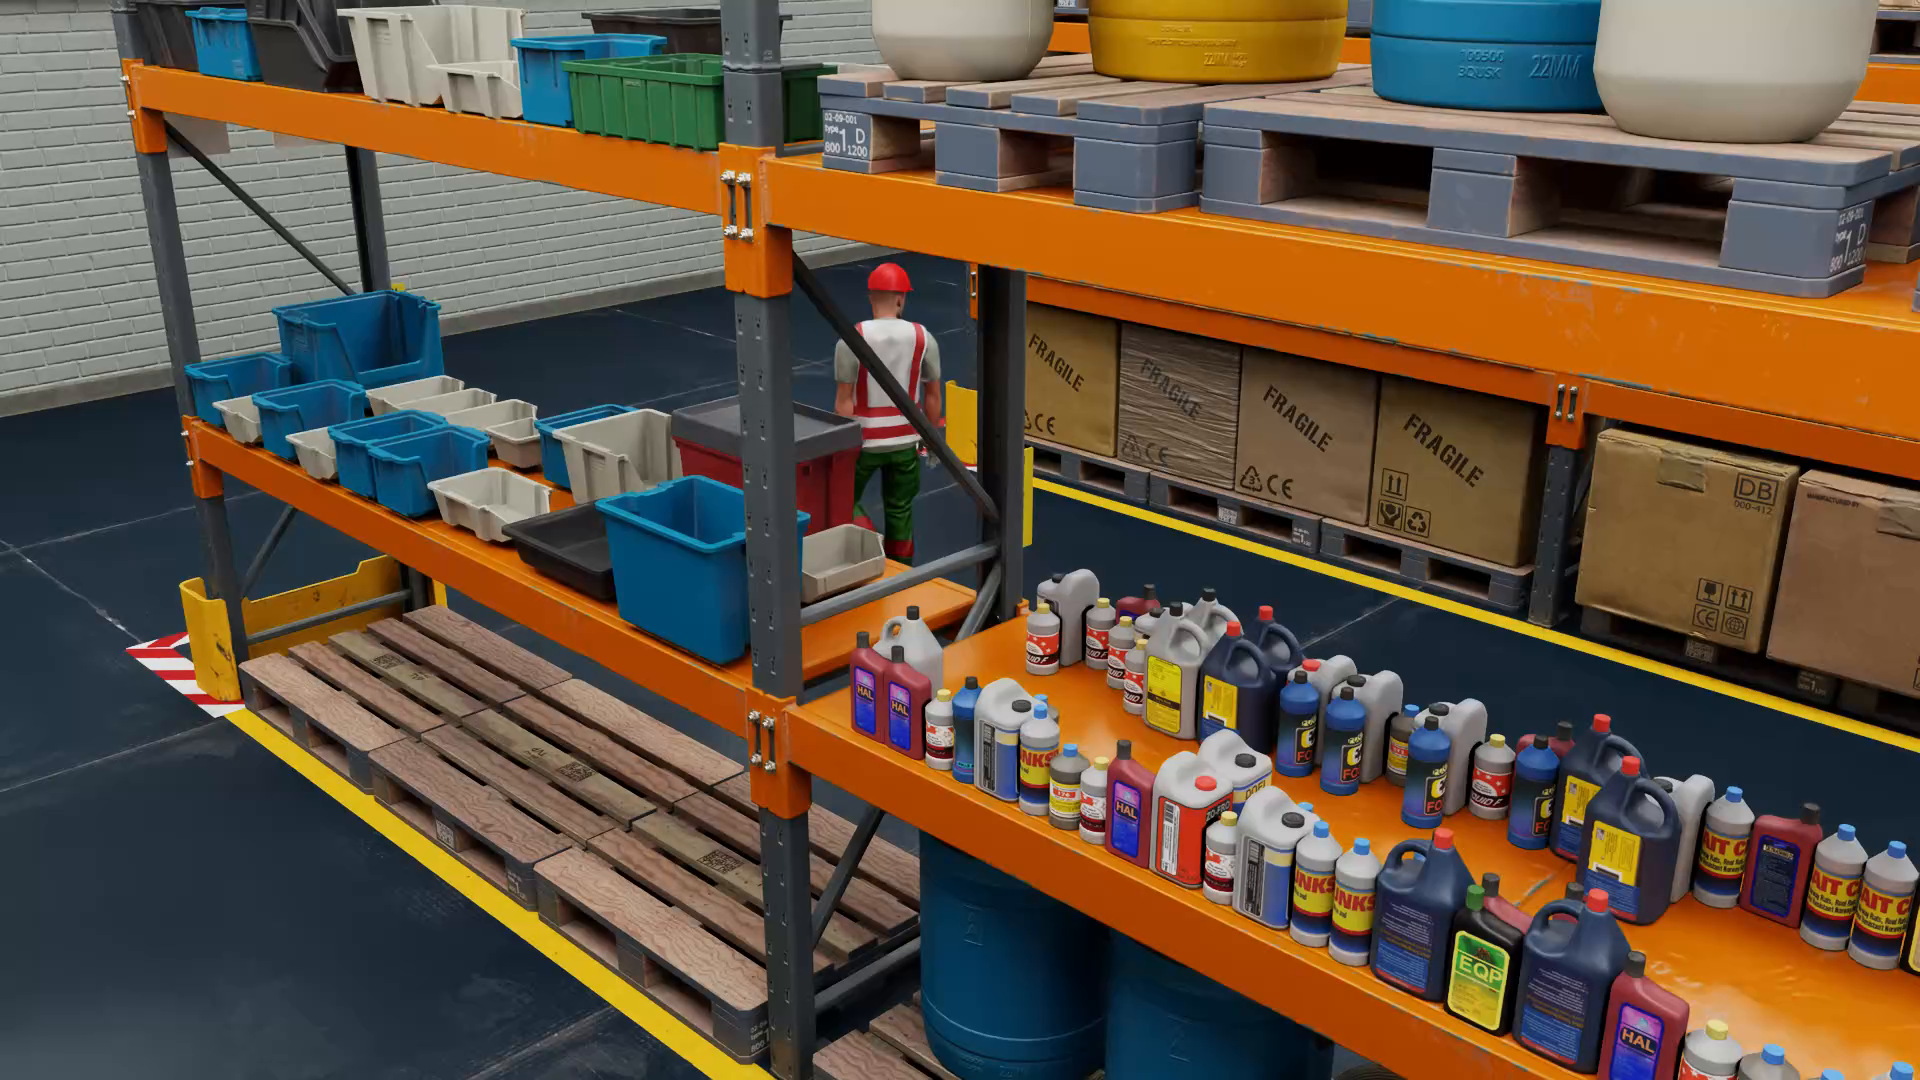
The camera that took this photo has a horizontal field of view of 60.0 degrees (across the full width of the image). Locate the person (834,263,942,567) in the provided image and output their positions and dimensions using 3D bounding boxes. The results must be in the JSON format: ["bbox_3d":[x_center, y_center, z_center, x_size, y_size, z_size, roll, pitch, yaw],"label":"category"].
[{"bbox_3d":[-0.380,-0.494,8.308,0.586,1.775,0.513,-6,21,-16],"label":"person"}]
